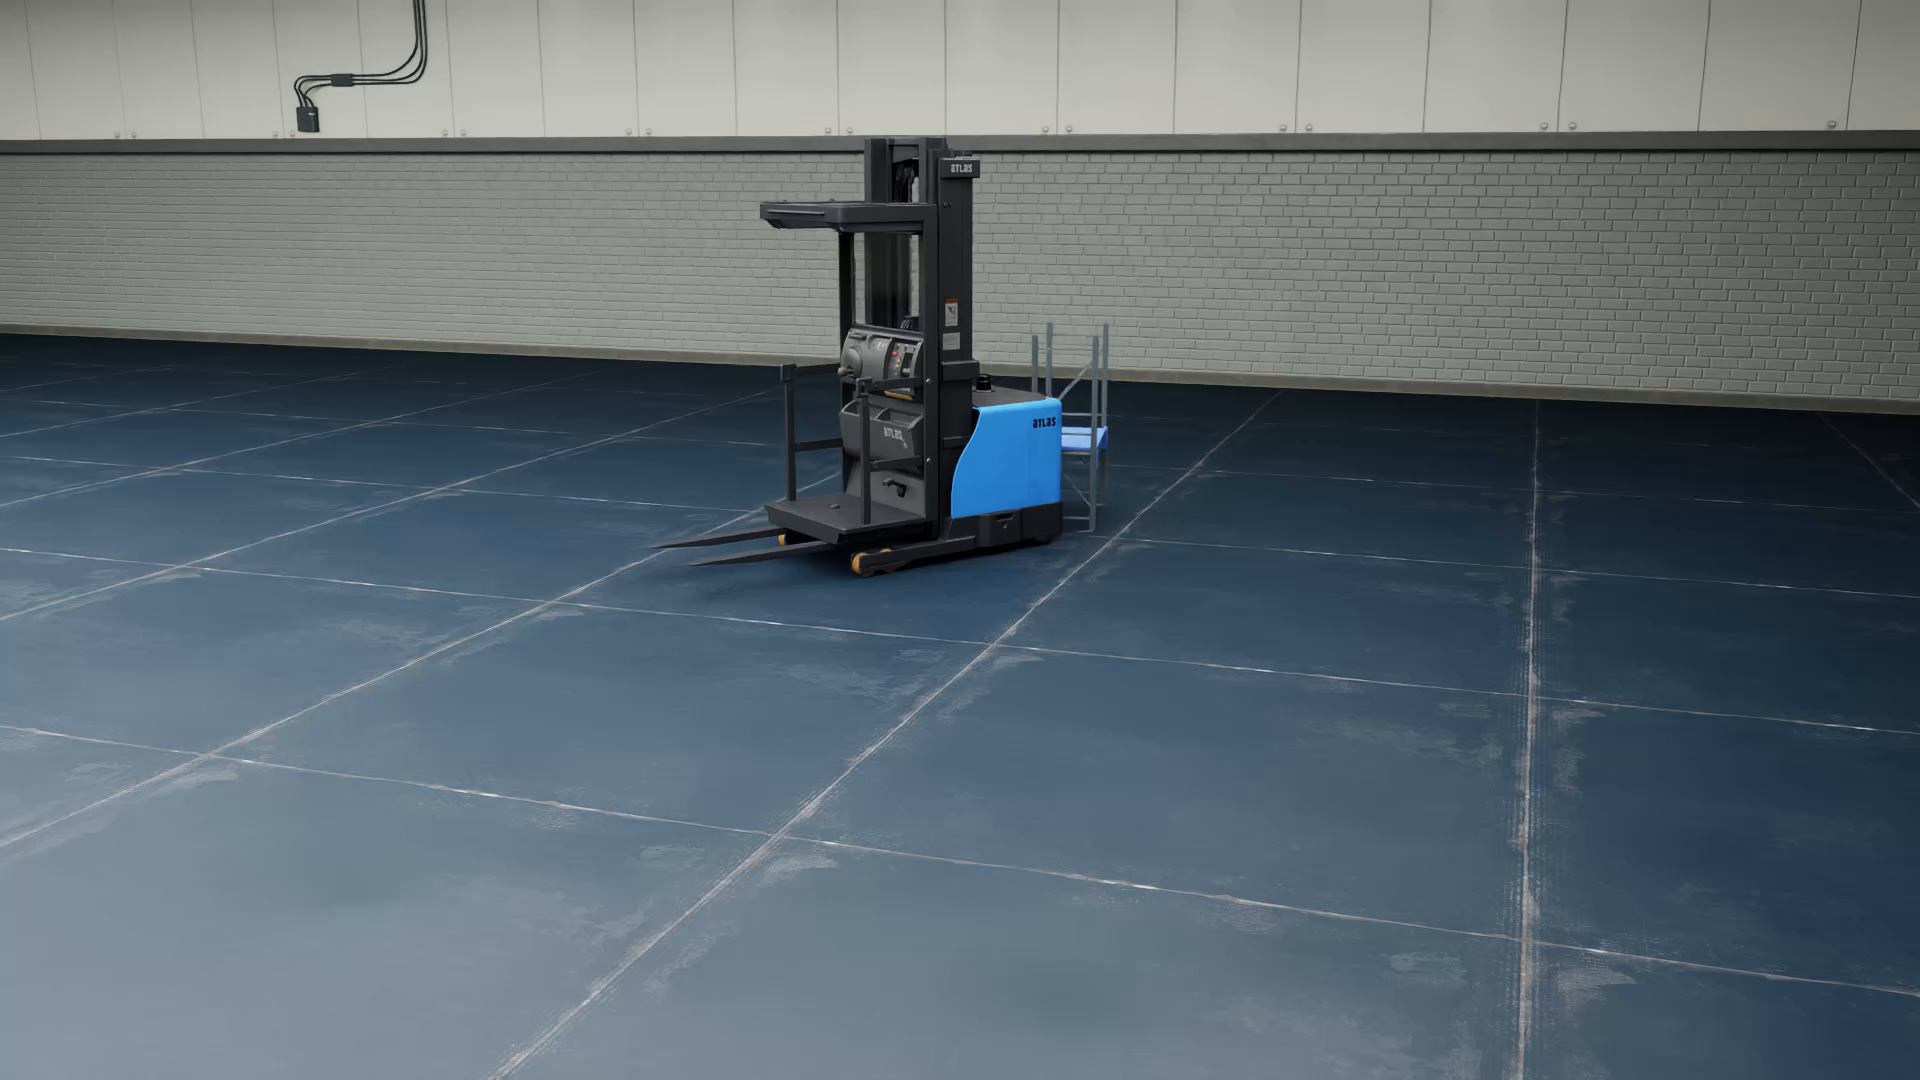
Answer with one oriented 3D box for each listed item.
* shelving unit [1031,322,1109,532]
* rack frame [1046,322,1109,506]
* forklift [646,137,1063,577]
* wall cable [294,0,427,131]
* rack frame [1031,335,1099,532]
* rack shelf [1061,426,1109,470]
[{"bbox_3d":[0.871,-0.915,13.125,0.538,1.500,1.048,2,13,9],"label":"shelving unit"},{"bbox_3d":[0.951,-1.026,13.614,0.500,1.500,0.032,2,13,9],"label":"rack frame"},{"bbox_3d":[-0.722,-1.310,11.643,3.031,2.935,1.130,-9,16,-35],"label":"forklift"},{"bbox_3d":[-8.722,-8.913,23.674,2.305,6.003,0.169,4,14,18],"label":"wall cable"},{"bbox_3d":[0.790,-0.803,12.635,0.500,1.500,0.032,2,13,9],"label":"rack frame"},{"bbox_3d":[0.871,-0.739,13.165,0.538,0.185,1.000,2,13,9],"label":"rack shelf"}]
